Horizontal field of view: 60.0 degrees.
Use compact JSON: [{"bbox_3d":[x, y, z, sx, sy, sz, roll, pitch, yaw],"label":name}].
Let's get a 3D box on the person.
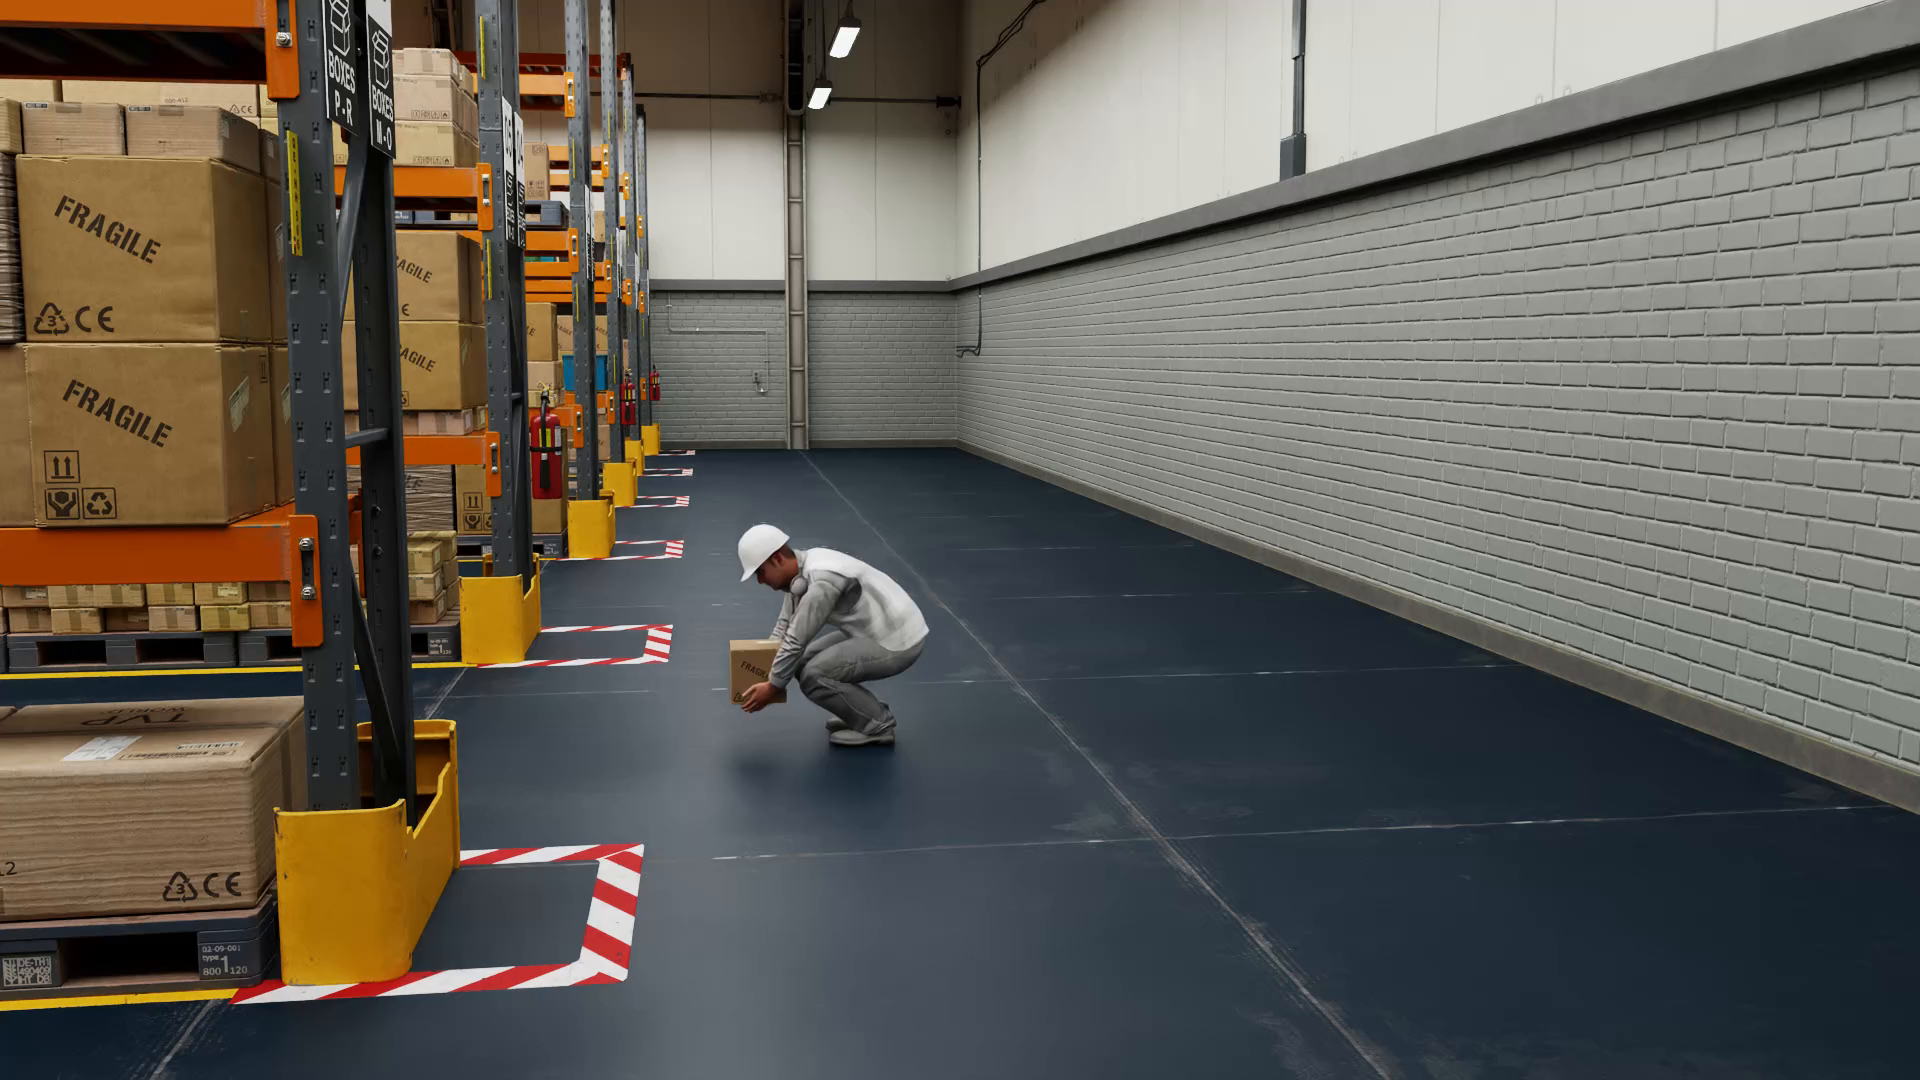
[{"bbox_3d":[-0.582,0.421,7.623,0.870,1.012,0.541,-1,7,-9],"label":"person"}]
